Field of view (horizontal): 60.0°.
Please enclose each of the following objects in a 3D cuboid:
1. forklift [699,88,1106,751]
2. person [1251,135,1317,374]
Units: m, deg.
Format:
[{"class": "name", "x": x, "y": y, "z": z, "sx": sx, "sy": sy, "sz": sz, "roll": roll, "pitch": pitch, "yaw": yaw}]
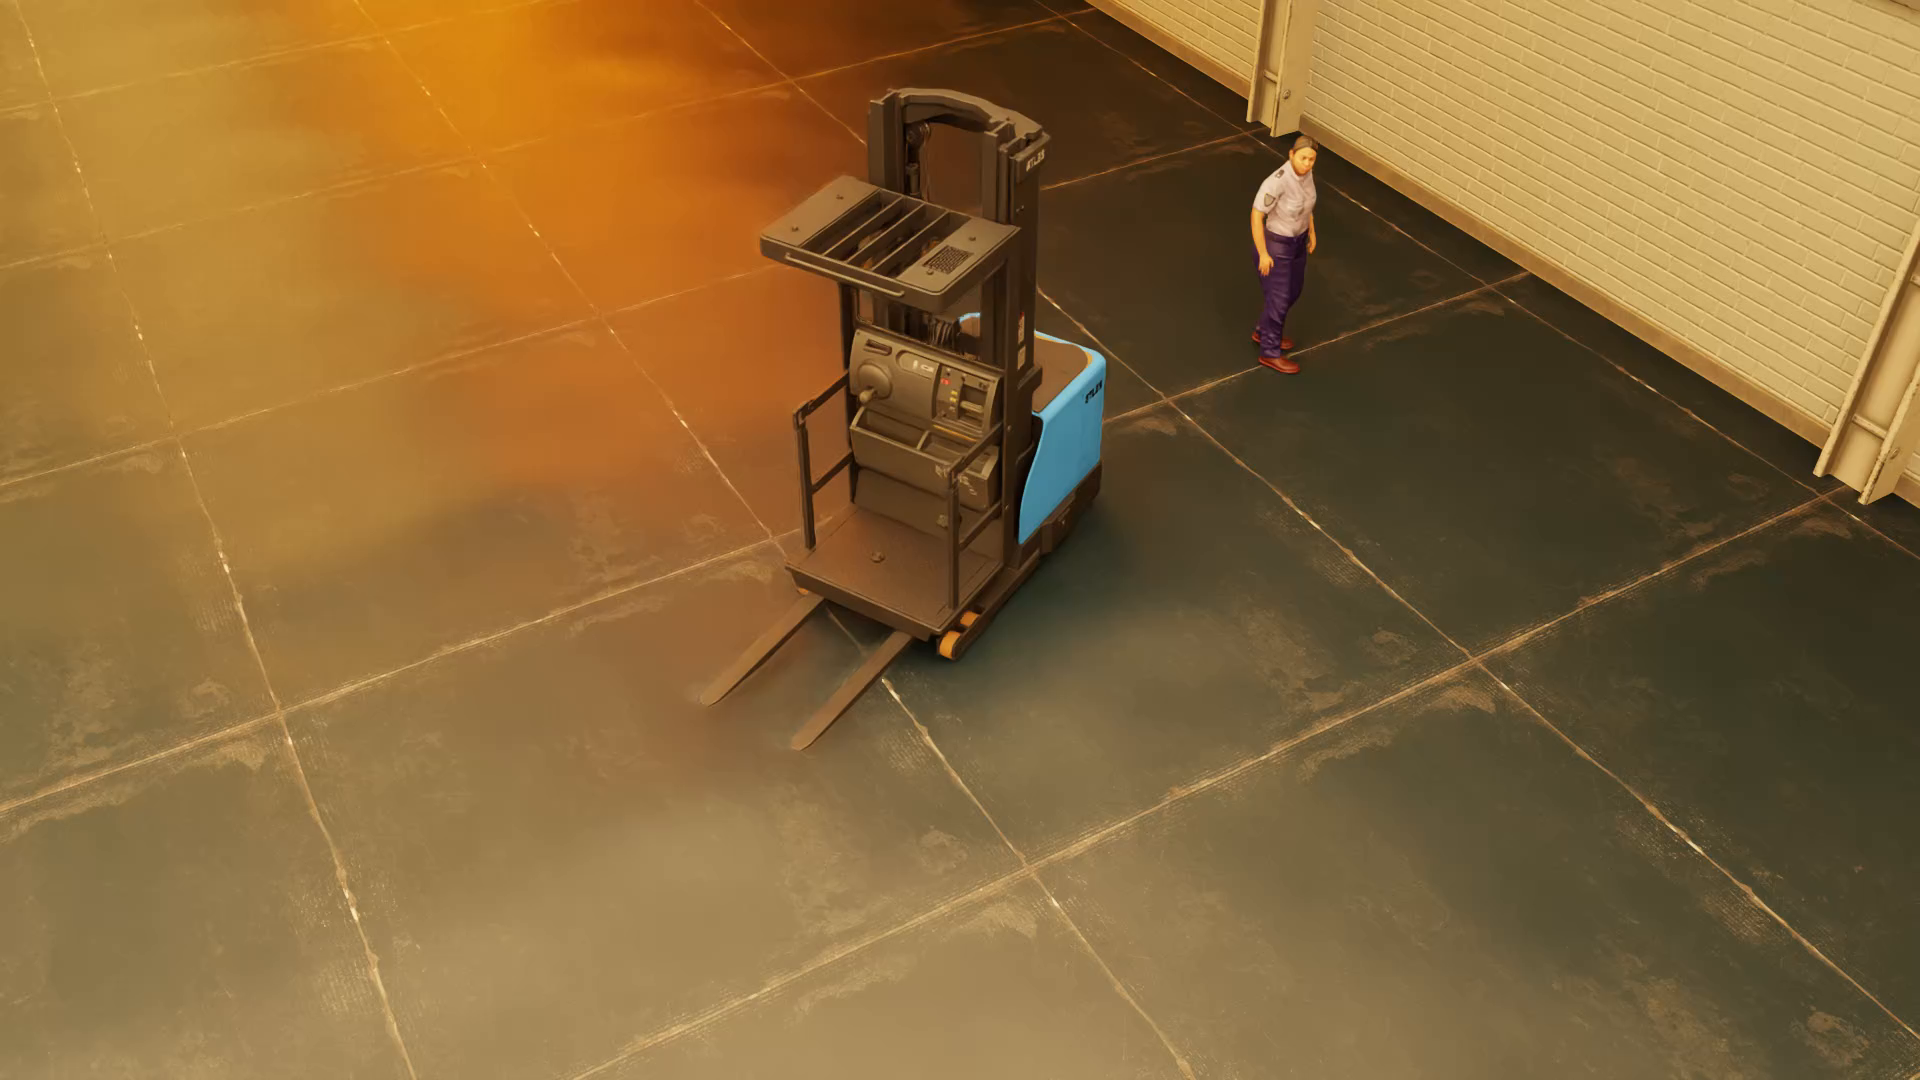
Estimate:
[{"class": "forklift", "x": -0.315, "y": -0.789, "z": 8.987, "sx": 1.130, "sy": 2.935, "sz": 3.031, "roll": 22, "pitch": 44, "yaw": 24}, {"class": "person", "x": 2.290, "y": -1.984, "z": 11.440, "sx": 0.491, "sy": 1.645, "sz": 0.664, "roll": 25, "pitch": 46, "yaw": 27}]
